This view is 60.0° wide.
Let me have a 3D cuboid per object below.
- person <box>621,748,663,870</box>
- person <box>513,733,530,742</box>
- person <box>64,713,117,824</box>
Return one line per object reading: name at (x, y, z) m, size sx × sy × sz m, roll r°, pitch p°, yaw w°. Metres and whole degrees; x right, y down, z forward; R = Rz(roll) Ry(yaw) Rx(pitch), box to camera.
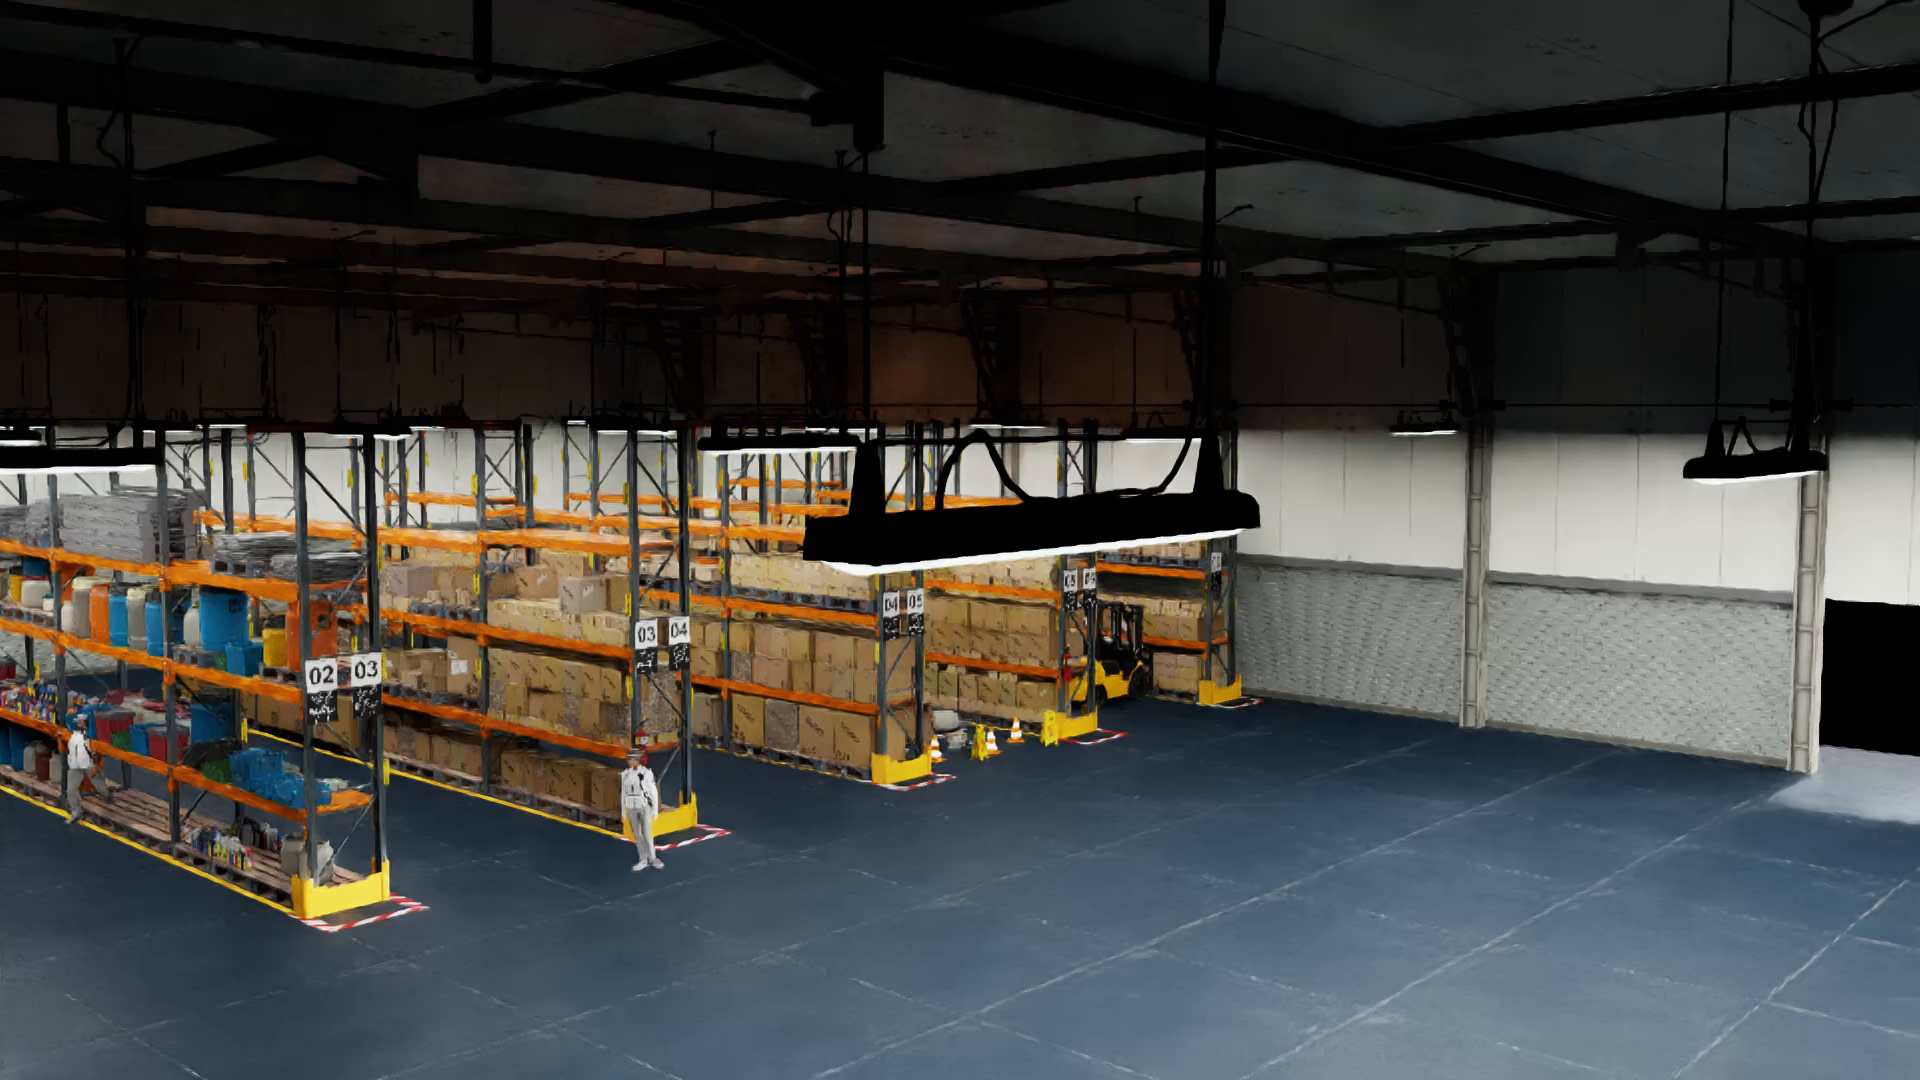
person at (-4.333, 3.643, 22.576) m, size 0.577 × 1.669 × 0.396 m, roll 1°, pitch 5°, yaw 12°
person at (-8.542, 2.939, 30.999) m, size 1.115 × 1.672 × 0.547 m, roll 4°, pitch 6°, yaw 40°
person at (-13.187, 3.448, 25.290) m, size 0.707 × 1.656 × 0.579 m, roll 0°, pitch 5°, yaw 2°
